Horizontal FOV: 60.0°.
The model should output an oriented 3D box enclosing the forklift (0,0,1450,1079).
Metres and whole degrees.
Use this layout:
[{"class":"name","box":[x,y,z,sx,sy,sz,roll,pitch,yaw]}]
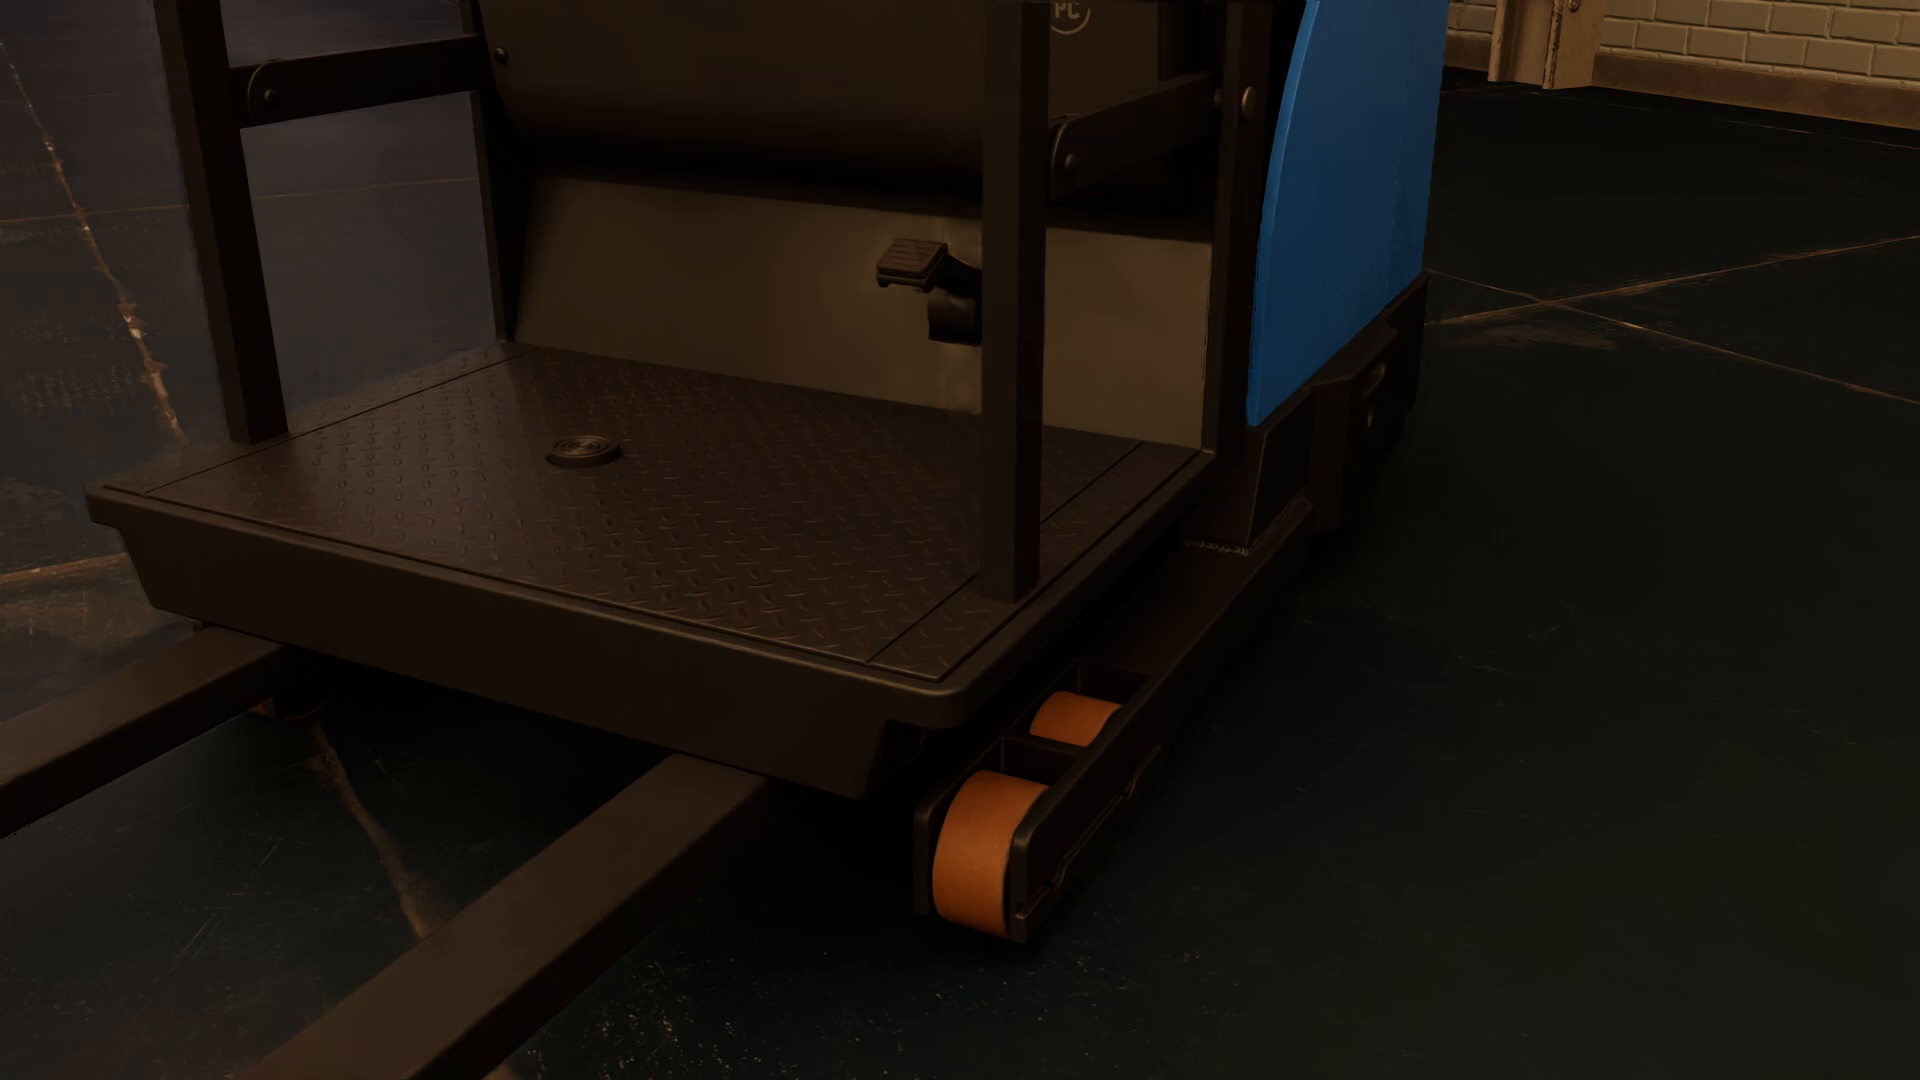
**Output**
[{"class":"forklift","box":[-0.275,-1.149,1.574,1.130,2.935,3.031,11,25,25]}]
